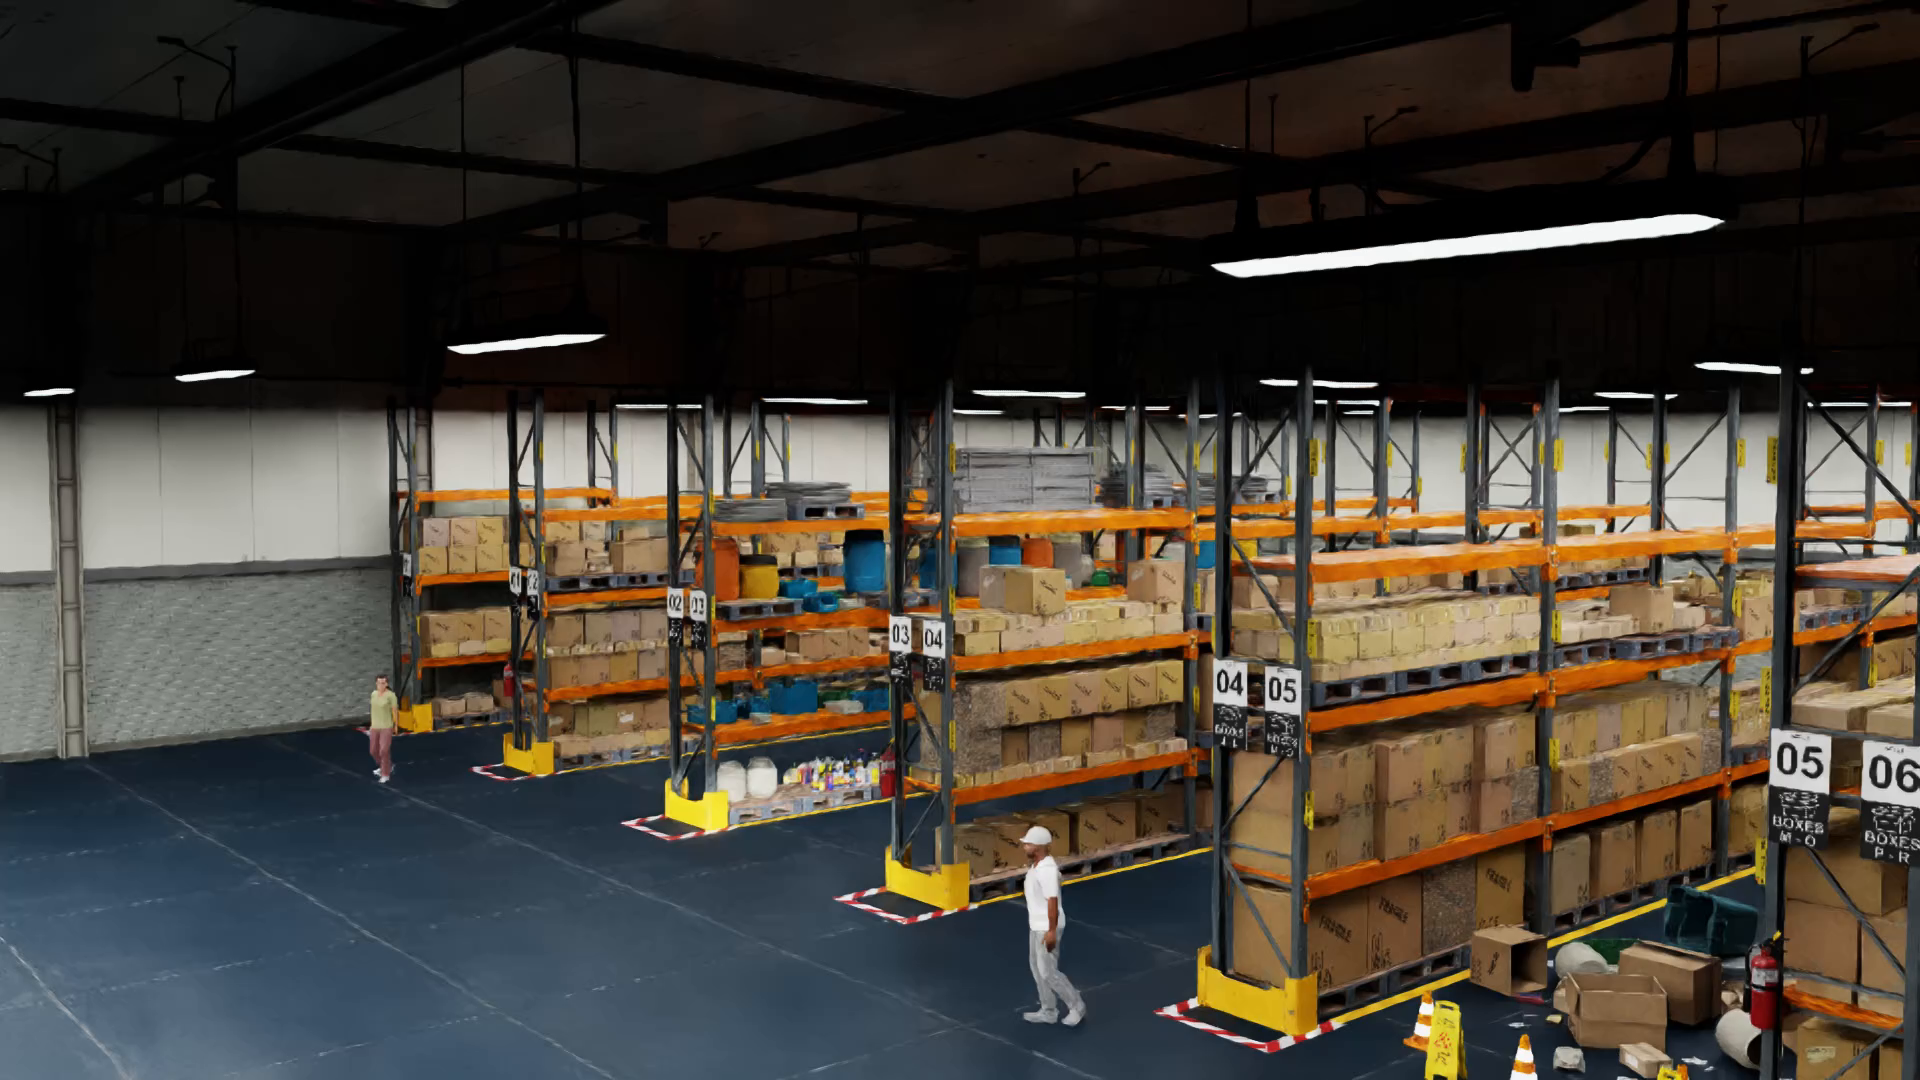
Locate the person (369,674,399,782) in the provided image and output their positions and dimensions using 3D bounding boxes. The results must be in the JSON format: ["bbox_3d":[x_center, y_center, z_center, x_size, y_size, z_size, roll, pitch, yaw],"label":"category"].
[{"bbox_3d":[-8.802,2.854,25.461,0.503,1.657,0.534,1,3,14],"label":"person"}]

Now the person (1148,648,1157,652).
[{"bbox_3d":[3.903,2.411,32.420,0.552,1.742,0.677,-3,4,-42],"label":"person"}]

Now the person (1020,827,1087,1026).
[{"bbox_3d":[0.825,3.428,14.785,0.575,1.753,0.611,0,3,-4],"label":"person"}]

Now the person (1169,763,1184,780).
[{"bbox_3d":[3.105,2.937,23.642,0.573,1.665,0.539,-1,3,-11],"label":"person"}]
